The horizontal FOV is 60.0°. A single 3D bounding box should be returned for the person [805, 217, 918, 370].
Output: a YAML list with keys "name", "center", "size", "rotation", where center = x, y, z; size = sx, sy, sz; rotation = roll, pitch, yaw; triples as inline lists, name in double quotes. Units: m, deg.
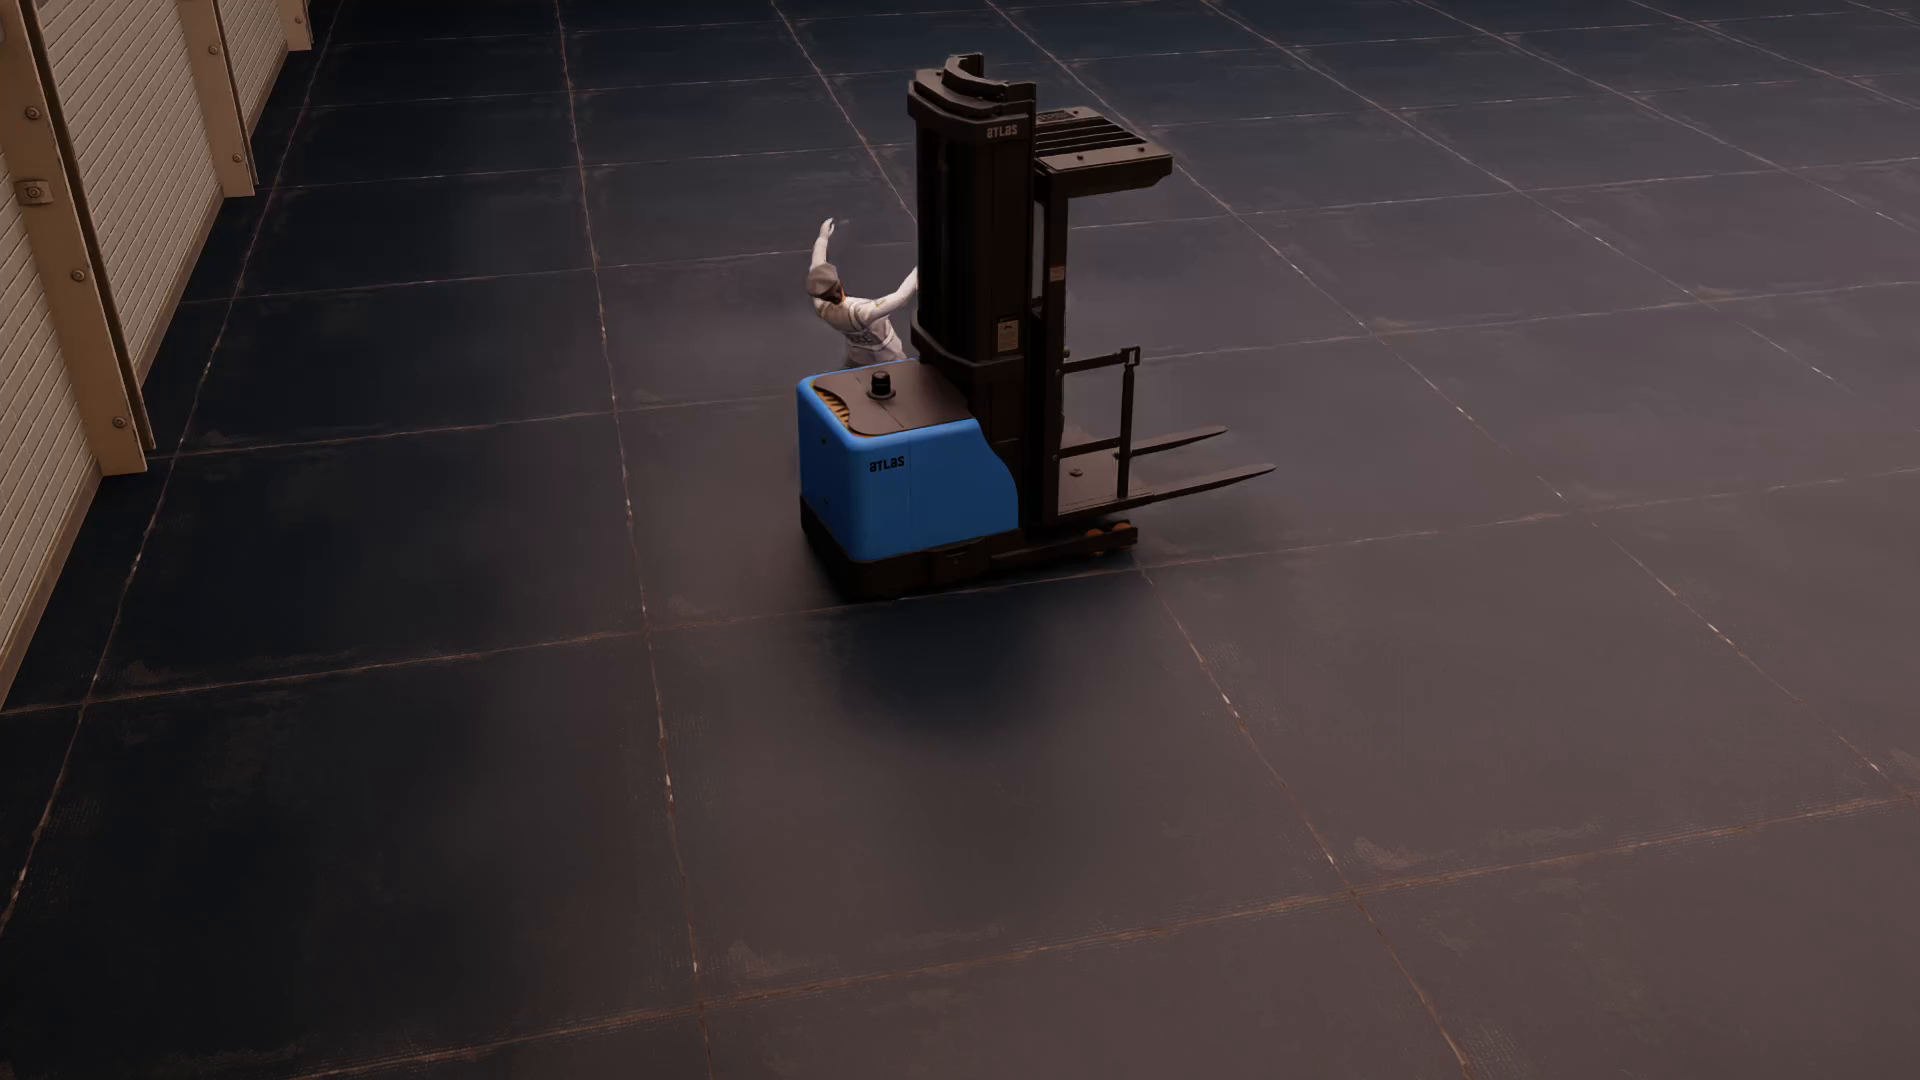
- name: "person"
  center: [-0.650, -1.238, 11.187]
  size: [0.884, 1.443, 0.726]
  rotation: [18, 35, 28]

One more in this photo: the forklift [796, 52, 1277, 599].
- name: "forklift"
  center: [0.557, -1.397, 9.988]
  size: [3.031, 2.935, 1.130]
  rotation: [-12, 32, -20]
